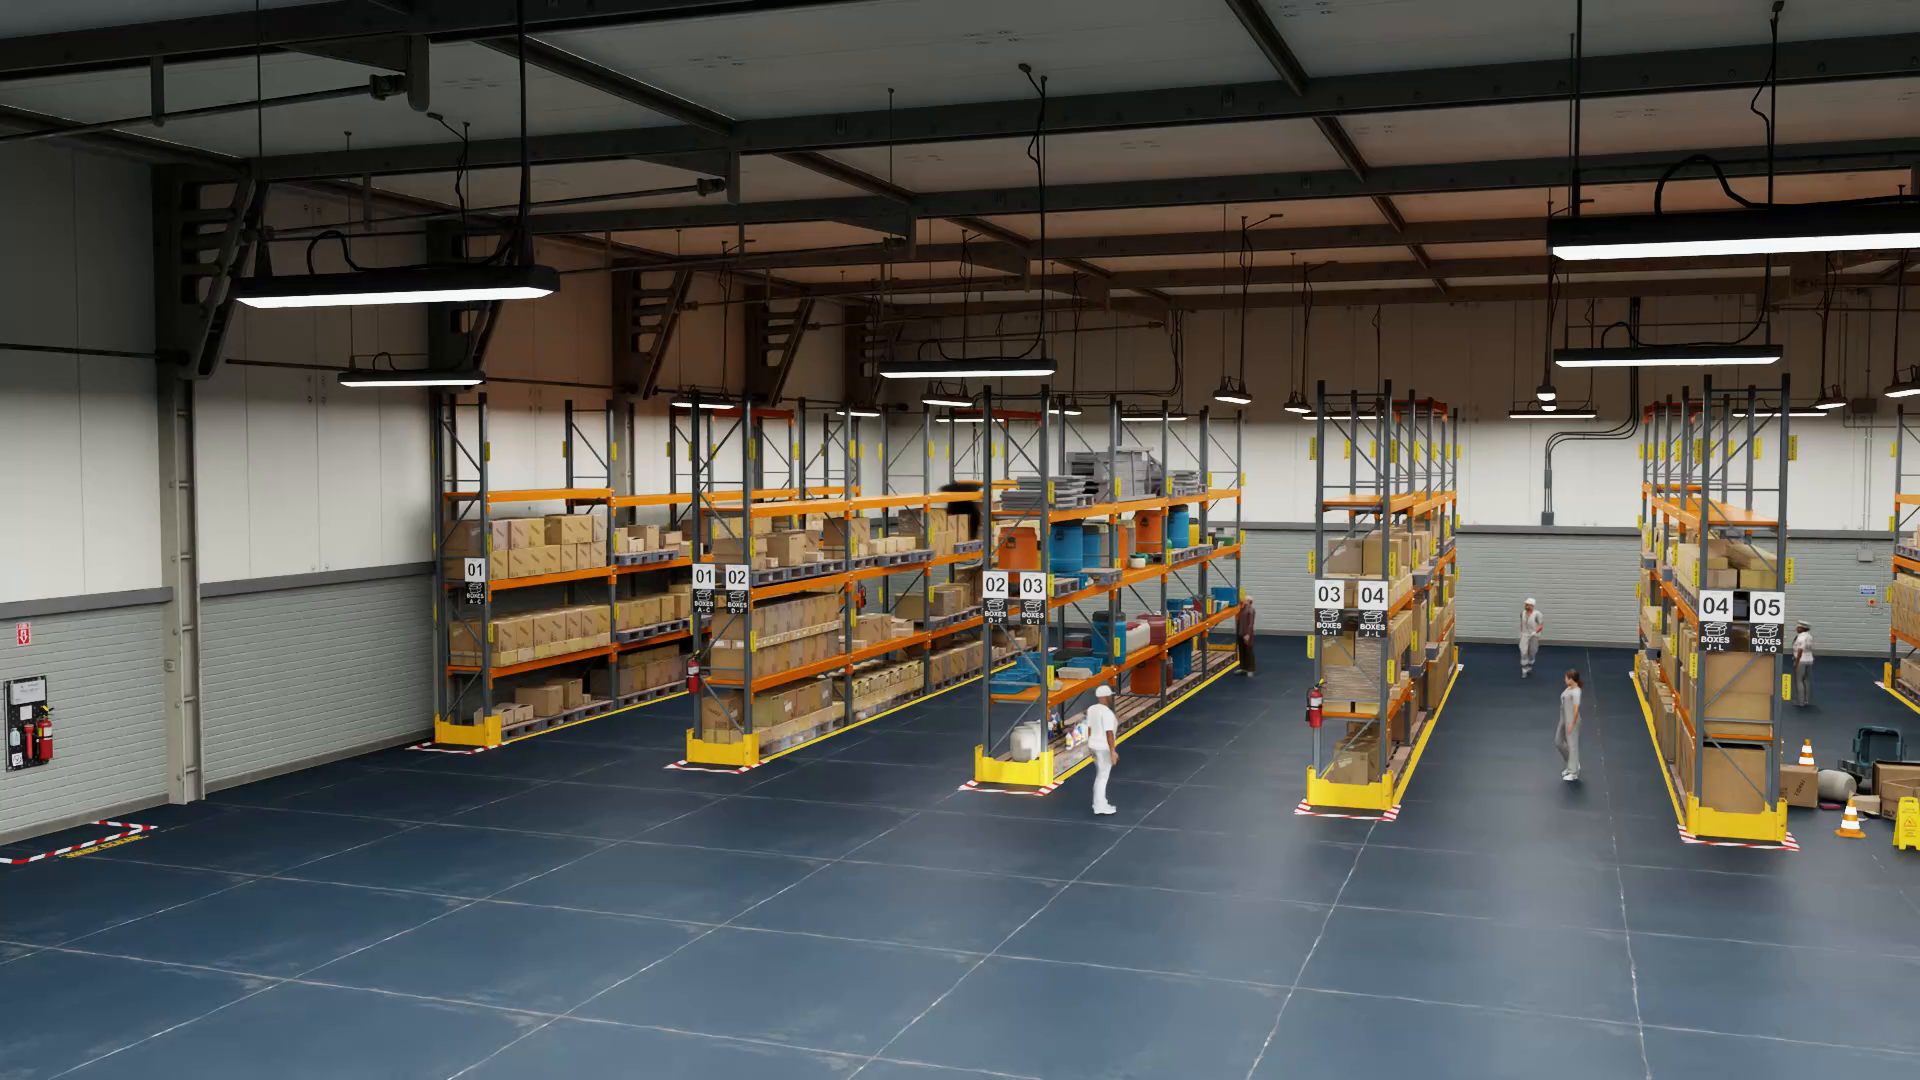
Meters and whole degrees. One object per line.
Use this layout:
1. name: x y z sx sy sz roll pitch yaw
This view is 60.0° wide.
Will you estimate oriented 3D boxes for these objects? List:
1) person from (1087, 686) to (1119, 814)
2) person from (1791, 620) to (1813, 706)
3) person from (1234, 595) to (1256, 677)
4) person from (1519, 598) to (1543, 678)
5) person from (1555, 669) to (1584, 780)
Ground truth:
1. person: 2.041 2.905 23.047 0.485 1.785 0.658 -1 3 -21
2. person: 16.586 2.427 32.829 0.483 1.694 0.443 -1 3 -25
3. person: 6.388 2.146 37.185 0.414 1.818 0.563 -2 4 -34
4. person: 12.721 2.193 37.039 0.493 1.812 0.881 1 3 19
5. person: 9.350 2.807 25.428 0.417 1.688 0.525 0 3 -4
